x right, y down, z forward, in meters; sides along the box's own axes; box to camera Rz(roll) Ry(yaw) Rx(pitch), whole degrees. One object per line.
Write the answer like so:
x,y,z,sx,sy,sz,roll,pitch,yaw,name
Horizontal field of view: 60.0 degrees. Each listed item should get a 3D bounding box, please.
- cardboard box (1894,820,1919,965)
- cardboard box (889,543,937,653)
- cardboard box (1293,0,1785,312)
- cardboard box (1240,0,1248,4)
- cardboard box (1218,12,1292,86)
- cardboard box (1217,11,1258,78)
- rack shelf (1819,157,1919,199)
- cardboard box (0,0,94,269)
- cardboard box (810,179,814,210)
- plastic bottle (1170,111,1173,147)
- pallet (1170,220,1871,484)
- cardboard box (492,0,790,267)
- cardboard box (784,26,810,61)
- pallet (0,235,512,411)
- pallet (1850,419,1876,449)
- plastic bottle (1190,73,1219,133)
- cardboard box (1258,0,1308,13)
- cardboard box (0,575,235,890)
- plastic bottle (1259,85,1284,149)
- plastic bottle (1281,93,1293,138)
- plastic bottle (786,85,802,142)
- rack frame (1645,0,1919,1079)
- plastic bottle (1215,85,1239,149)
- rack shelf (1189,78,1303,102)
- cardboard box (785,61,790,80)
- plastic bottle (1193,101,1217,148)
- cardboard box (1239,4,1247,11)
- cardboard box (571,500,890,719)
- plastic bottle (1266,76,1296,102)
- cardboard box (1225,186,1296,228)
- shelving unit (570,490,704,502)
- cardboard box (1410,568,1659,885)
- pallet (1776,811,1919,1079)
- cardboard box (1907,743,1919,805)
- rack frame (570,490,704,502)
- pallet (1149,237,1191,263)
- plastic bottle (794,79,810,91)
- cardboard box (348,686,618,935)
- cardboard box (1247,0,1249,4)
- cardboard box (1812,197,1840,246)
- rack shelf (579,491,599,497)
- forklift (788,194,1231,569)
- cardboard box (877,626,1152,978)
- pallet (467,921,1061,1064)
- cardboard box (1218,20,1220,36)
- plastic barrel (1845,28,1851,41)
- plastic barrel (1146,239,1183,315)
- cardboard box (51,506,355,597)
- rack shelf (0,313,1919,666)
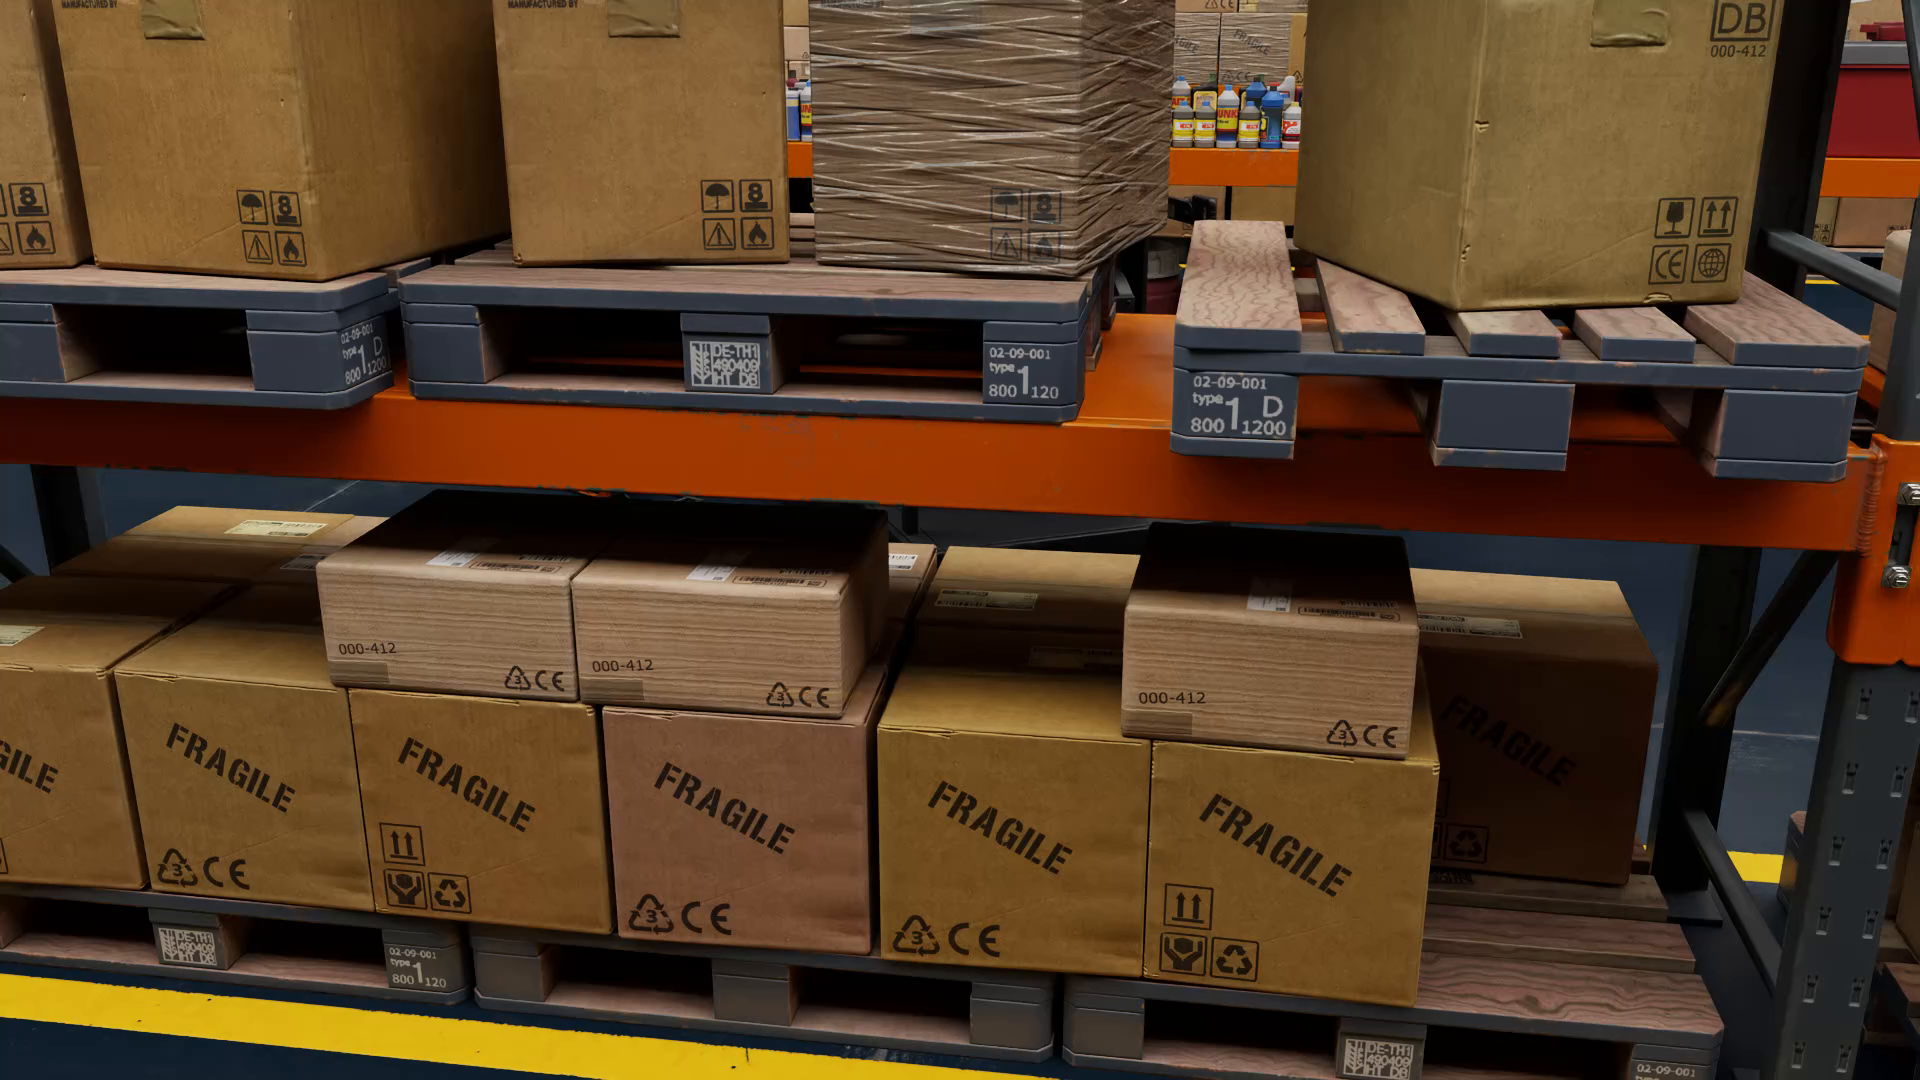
2.068,0.750,3.007,0.500,0.250,0.500,3,19,8,cardboard box
-0.334,0.315,3.881,0.500,0.500,0.500,2,19,7,cardboard box
0.958,-0.717,2.898,0.500,0.500,0.700,-3,19,-10,cardboard box
2.732,-5.408,16.534,0.250,0.149,0.380,3,19,10,cardboard box
2.155,-3.599,12.173,0.500,0.500,0.500,3,19,8,cardboard box
2.227,-3.759,12.654,0.500,0.500,0.500,2,19,7,cardboard box
4.362,-1.583,7.442,4.000,0.370,1.077,3,19,9,rack shelf
-1.919,-0.828,3.230,0.500,0.500,0.700,-3,19,-10,cardboard box
-1.415,-3.028,13.313,0.875,0.875,0.875,3,19,9,cardboard box
0.909,-1.875,7.493,0.097,0.201,0.097,0,18,0,plastic bottle
0.918,-0.395,3.058,1.003,0.211,1.213,3,19,9,pallet
-0.597,-0.852,3.303,0.500,0.500,0.700,-2,19,-5,cardboard box
-1.254,-3.788,12.665,0.500,0.250,0.500,3,19,8,cardboard box
-1.580,-0.509,3.401,1.213,0.211,1.003,3,19,9,pallet
4.347,-0.590,7.733,1.213,0.211,1.003,3,19,9,pallet
1.202,-2.149,8.182,0.133,0.283,0.061,3,19,9,plastic bottle
2.454,-4.142,12.216,0.637,0.503,0.797,4,19,11,cardboard box
-1.912,0.403,3.619,0.500,0.500,0.500,2,19,6,cardboard box
1.389,-1.884,7.409,0.097,0.271,0.097,0,18,0,plastic bottle
1.553,-2.037,7.978,0.097,0.201,0.097,0,18,0,plastic bottle
-0.804,-2.007,7.769,0.135,0.276,0.152,3,19,9,plastic bottle
1.598,-0.474,2.991,0.127,3.000,1.000,3,19,9,rack frame
1.197,-1.894,7.438,0.097,0.271,0.097,0,18,0,plastic bottle
1.198,-3.336,12.681,4.000,0.370,1.077,3,19,9,rack shelf
-1.384,-3.585,12.685,0.250,0.149,0.380,3,19,10,cardboard box
1.101,-1.865,7.464,0.097,0.201,0.097,0,18,0,plastic bottle
2.728,-5.267,16.583,0.250,0.149,0.380,3,19,9,cardboard box
-0.430,0.122,3.275,0.500,0.250,0.500,3,19,8,cardboard box
1.555,-2.113,8.086,0.135,0.276,0.152,3,19,9,plastic bottle
2.495,-2.810,12.660,0.875,0.875,1.225,2,19,6,cardboard box
-1.584,-0.334,6.992,1.200,0.189,0.258,14,23,36,shelving unit
1.194,0.391,3.654,0.500,0.500,0.500,4,19,11,cardboard box
2.405,0.902,3.273,1.213,0.211,1.003,3,19,9,pallet
2.154,0.314,3.424,0.500,0.311,0.500,3,19,10,cardboard box
-1.584,-0.247,7.021,1.200,0.006,0.240,14,23,36,rack frame
1.205,-2.380,13.084,1.213,0.211,1.003,3,19,9,pallet
-0.761,-2.231,8.438,0.135,0.276,0.152,3,19,9,plastic bottle
-0.892,0.453,3.467,0.500,0.500,0.500,3,19,9,cardboard box
2.865,-5.612,17.144,0.250,0.149,0.380,2,19,6,cardboard box
6.052,-2.466,12.193,0.500,0.500,0.700,3,19,8,cardboard box
-1.456,-0.302,6.895,0.103,0.180,0.258,14,23,36,rack shelf
0.215,-1.204,5.284,1.130,2.935,3.031,-7,20,-19,forklift
0.126,0.503,3.317,0.500,0.500,0.500,2,19,7,cardboard box
-0.334,0.737,3.767,1.213,0.211,1.003,3,19,9,pallet
2.489,-5.139,16.669,0.250,0.149,0.380,2,19,6,cardboard box
3.853,-2.072,7.593,0.421,0.512,0.421,0,18,0,plastic barrel
0.787,-1.157,8.172,0.708,0.588,0.600,3,19,9,plastic barrel
-1.819,0.237,4.114,0.500,0.500,0.500,3,19,8,cardboard box
-0.377,-0.233,3.406,4.000,0.370,1.077,3,19,9,rack shelf
